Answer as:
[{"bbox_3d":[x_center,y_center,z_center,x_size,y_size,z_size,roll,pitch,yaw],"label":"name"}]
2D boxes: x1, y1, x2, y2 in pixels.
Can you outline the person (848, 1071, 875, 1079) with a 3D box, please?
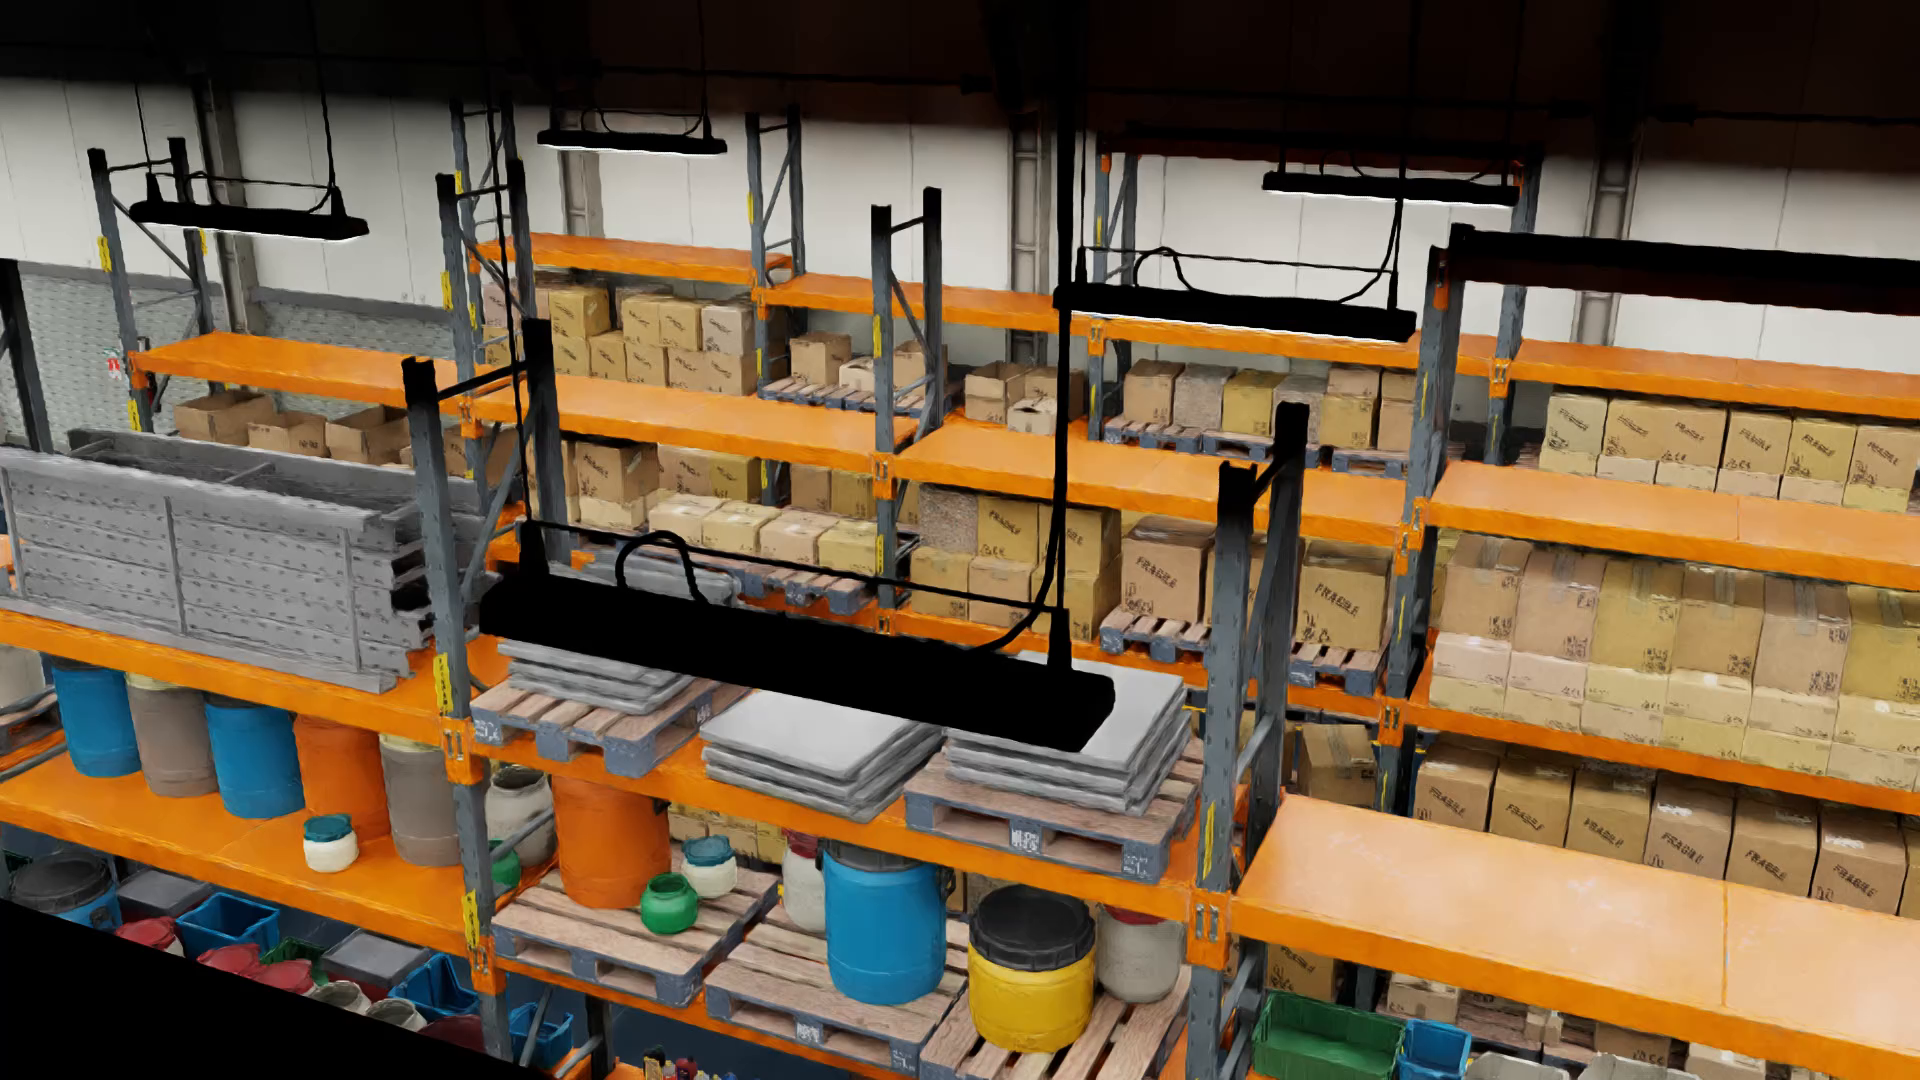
[{"bbox_3d":[-0.467,3.319,11.562,0.799,1.600,0.603,11,23,27],"label":"person"}]
